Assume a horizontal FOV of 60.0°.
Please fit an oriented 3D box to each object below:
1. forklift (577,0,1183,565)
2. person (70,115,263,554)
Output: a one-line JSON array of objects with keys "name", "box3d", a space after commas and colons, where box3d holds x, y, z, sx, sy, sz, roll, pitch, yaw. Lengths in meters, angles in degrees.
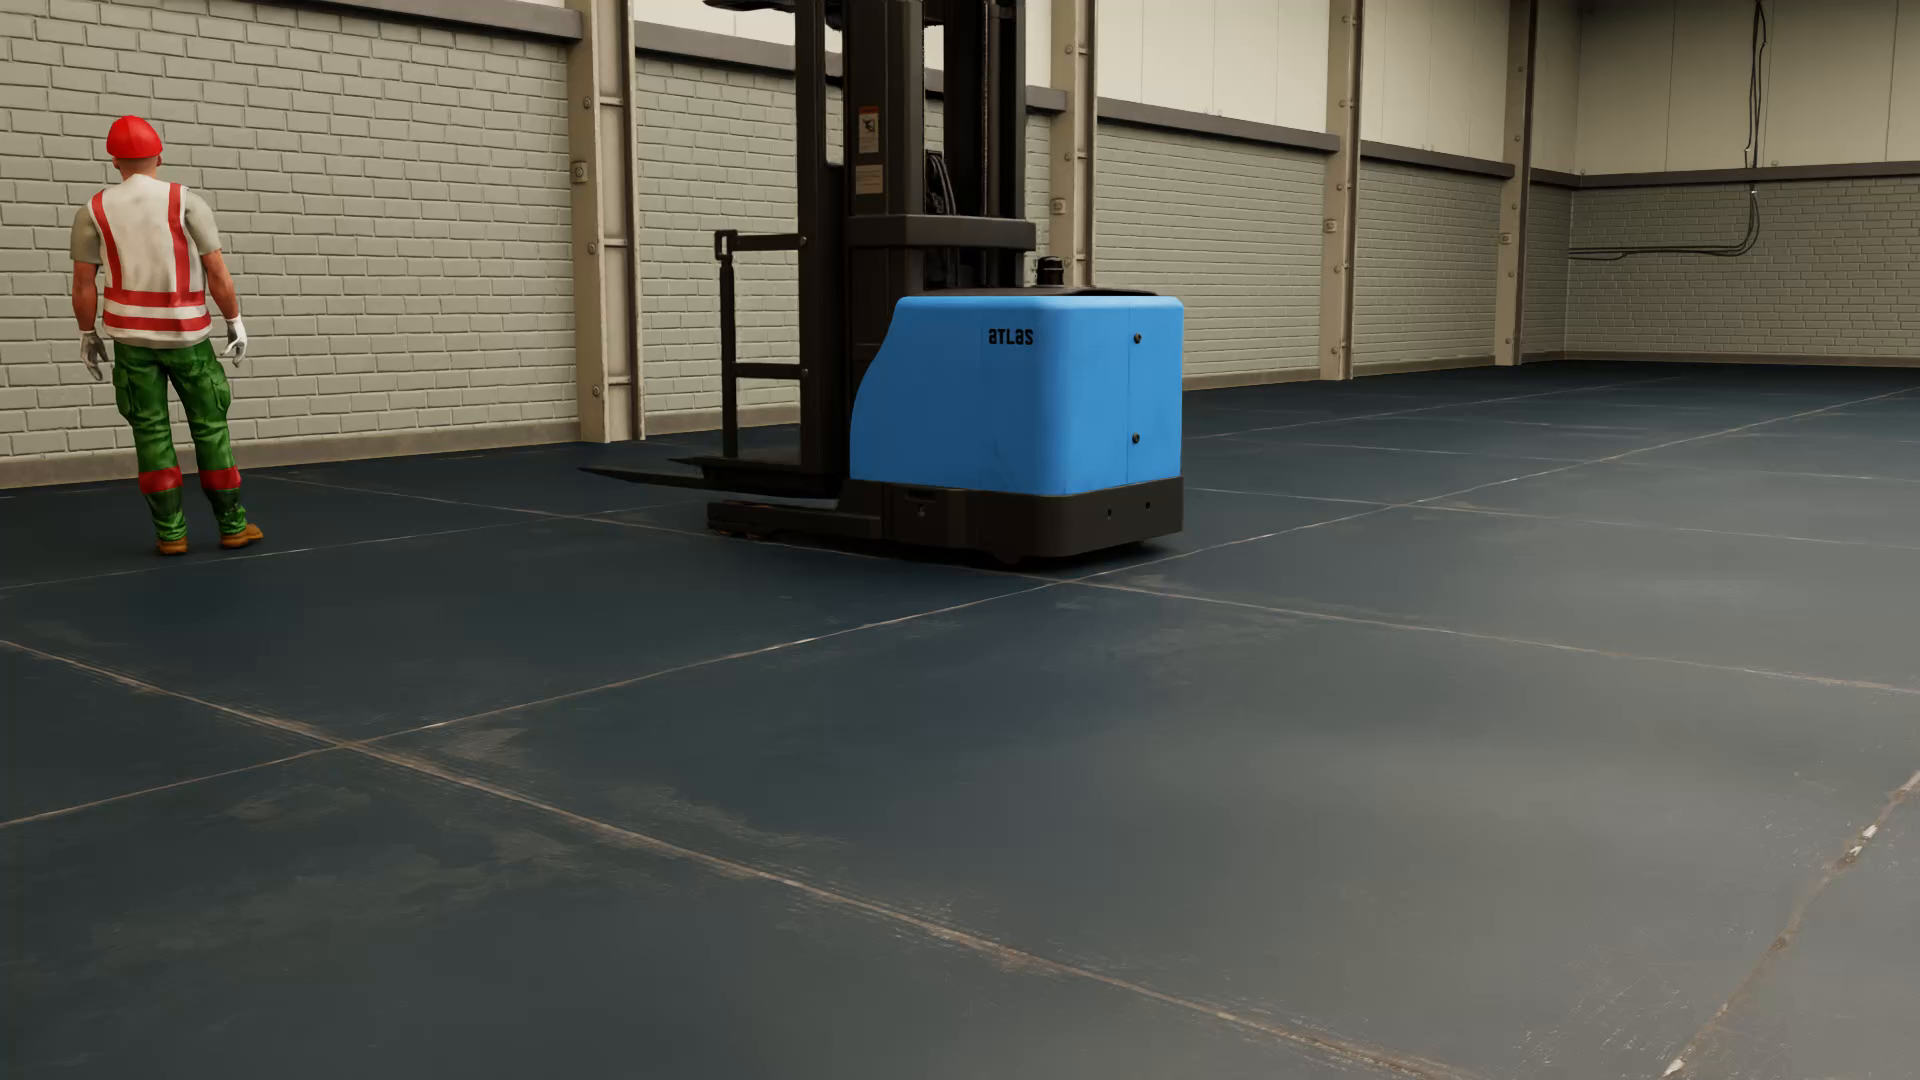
[{"name": "forklift", "box3d": [-0.518, -1.498, 7.519, 3.031, 2.935, 1.130, 6, 10, 37]}, {"name": "person", "box3d": [-3.317, -0.844, 6.945, 0.638, 1.786, 0.566, -2, 9, -17]}]
